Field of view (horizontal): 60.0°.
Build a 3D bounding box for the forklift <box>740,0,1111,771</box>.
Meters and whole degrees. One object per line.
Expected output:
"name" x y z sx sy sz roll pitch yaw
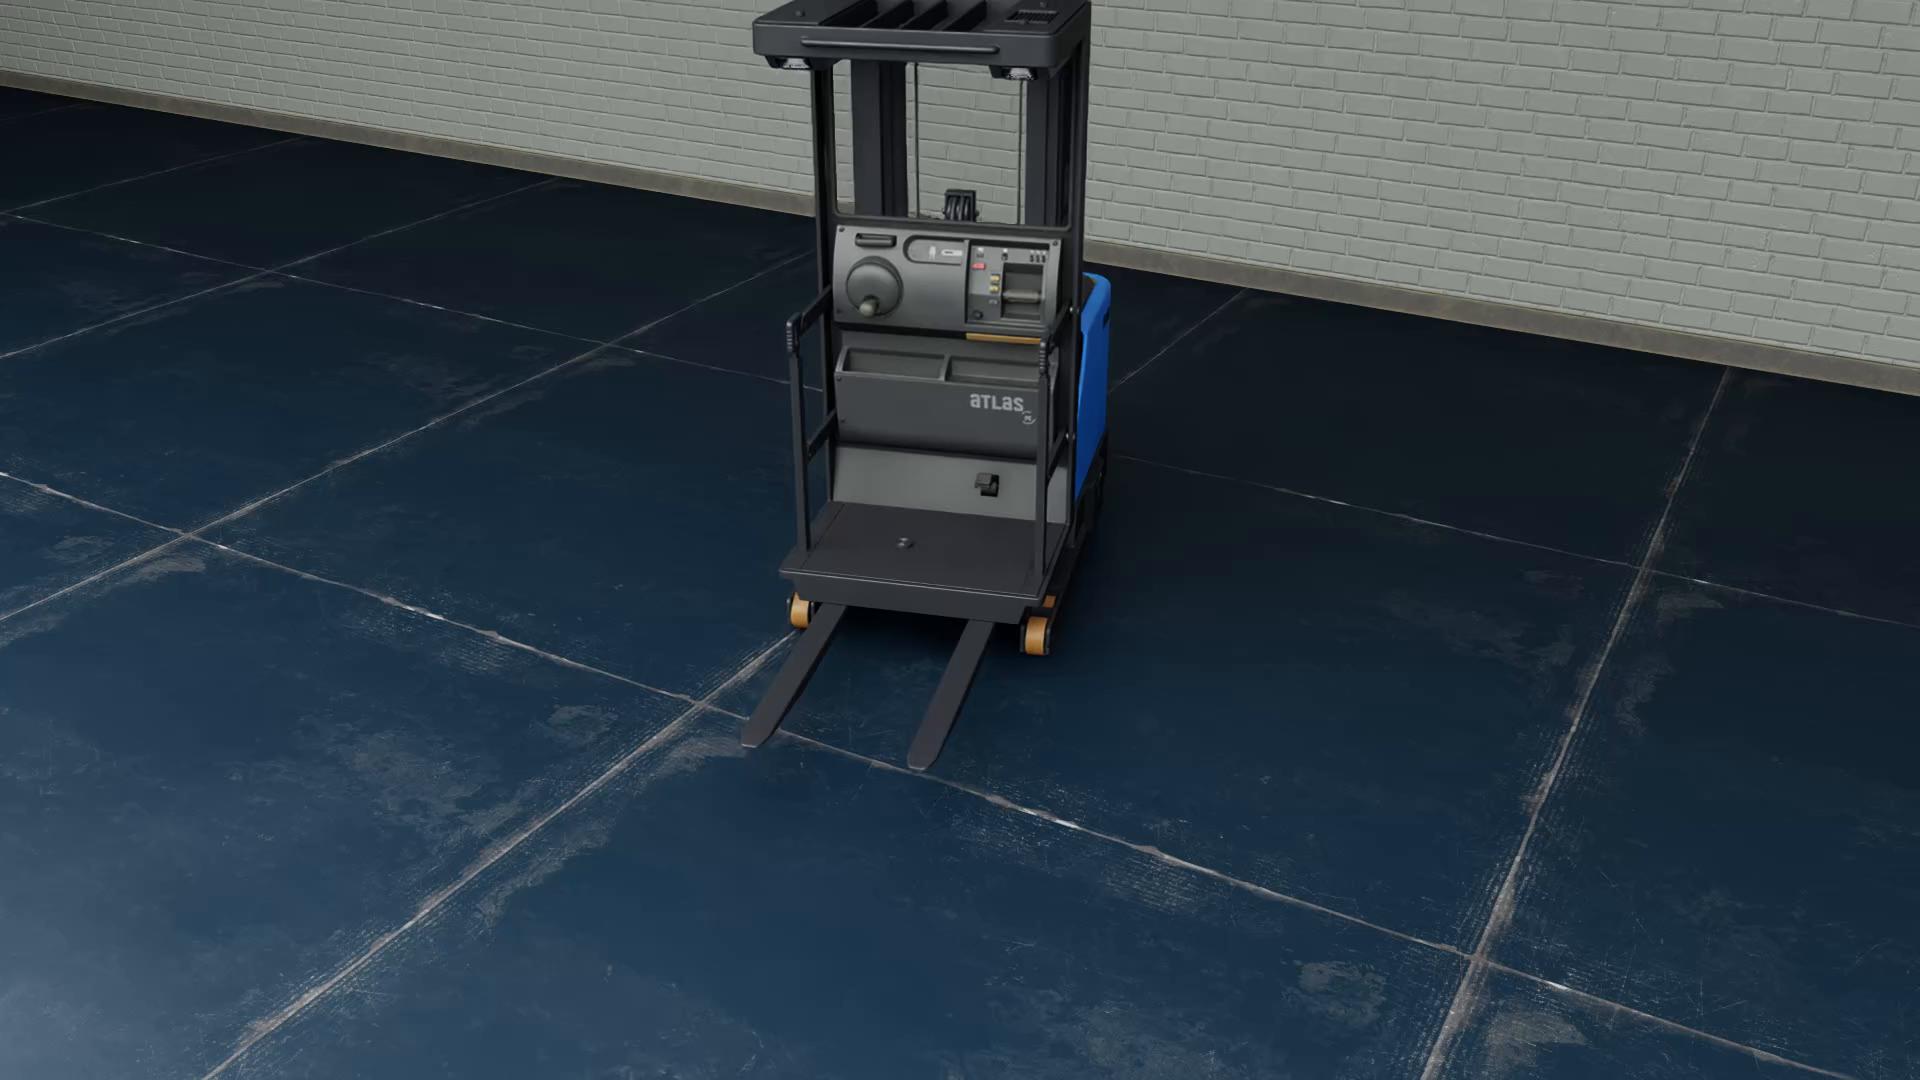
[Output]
"forklift" -0.103 -1.020 6.514 1.130 2.935 3.031 6 27 12
